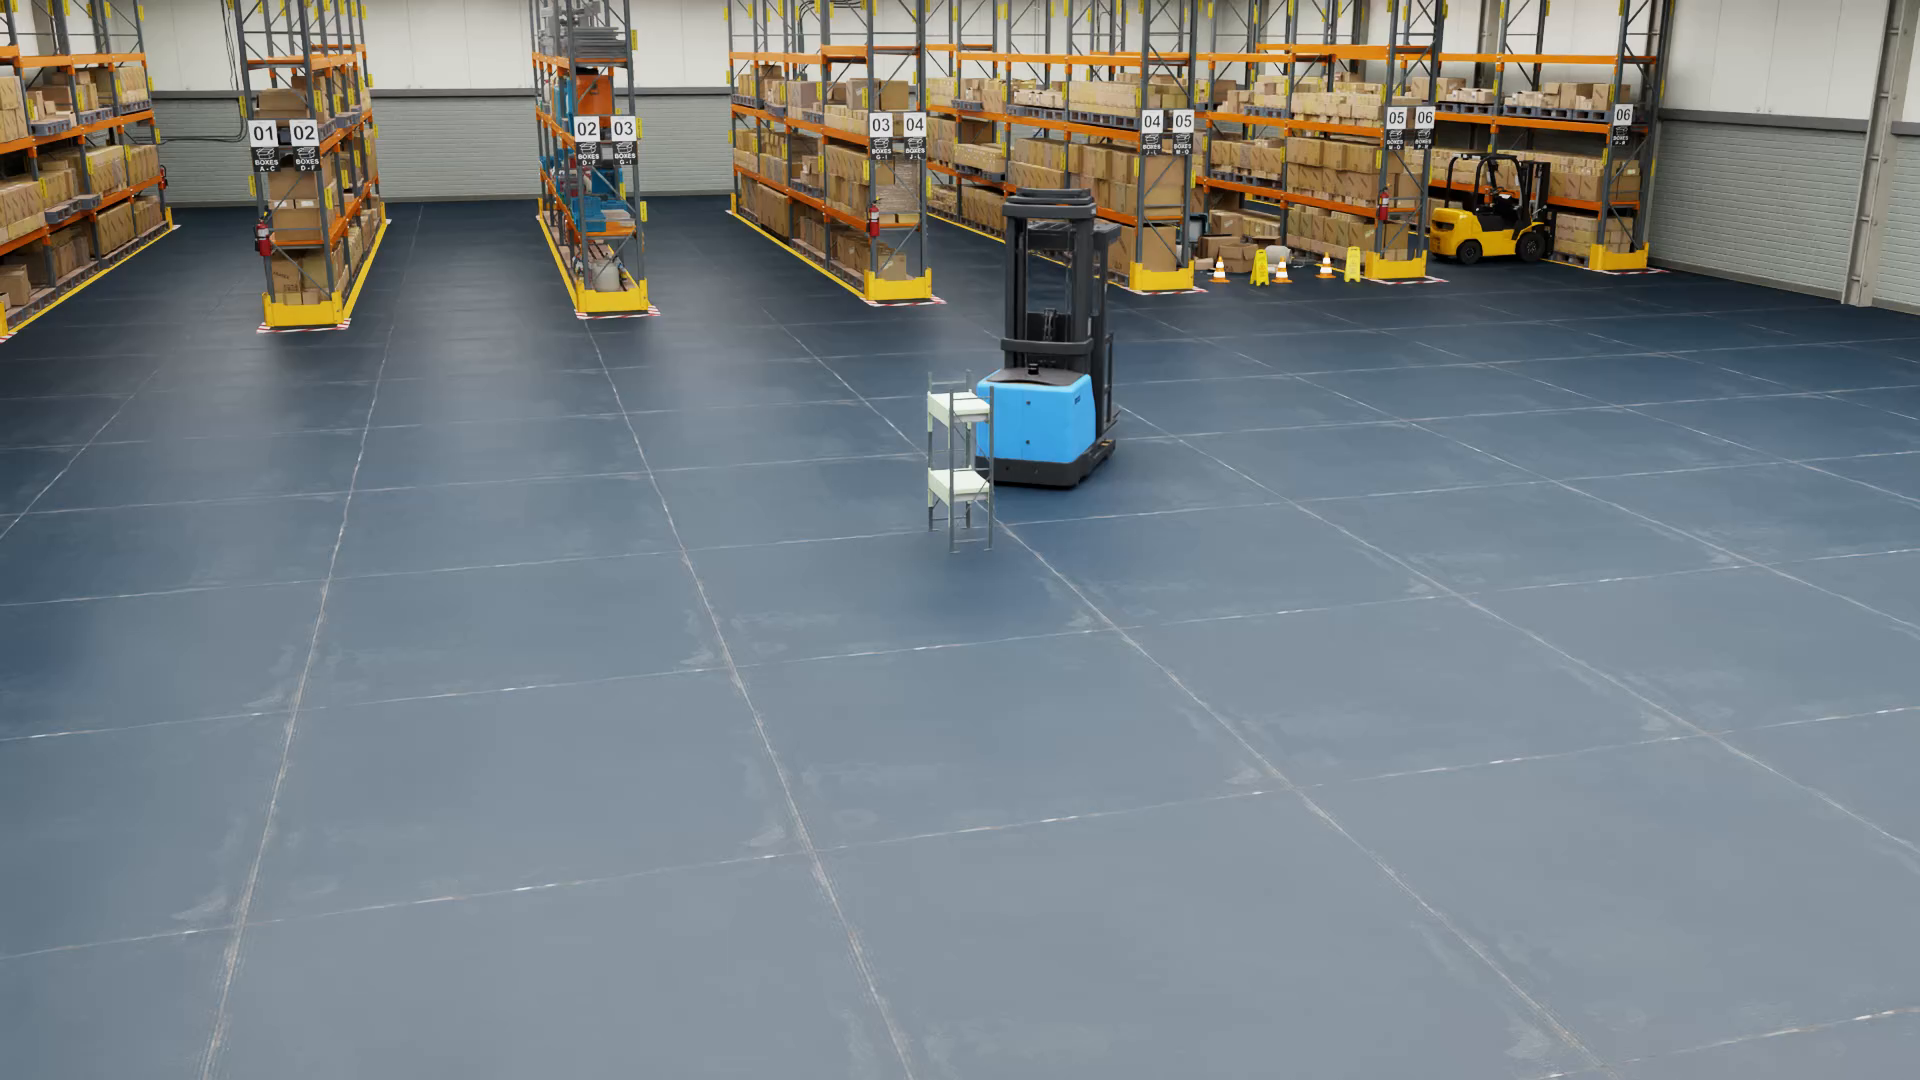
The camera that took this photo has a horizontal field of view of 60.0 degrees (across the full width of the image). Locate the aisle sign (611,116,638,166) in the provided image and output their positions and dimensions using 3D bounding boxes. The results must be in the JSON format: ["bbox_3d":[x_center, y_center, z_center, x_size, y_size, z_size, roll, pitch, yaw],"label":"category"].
[{"bbox_3d":[-5.543,-6.589,27.453,0.394,0.787,0.004,-5,17,-15],"label":"aisle sign"}]

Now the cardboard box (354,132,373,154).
[{"bbox_3d":[-14.191,-9.377,39.340,0.500,0.500,0.500,-4,17,-14],"label":"cardboard box"}]

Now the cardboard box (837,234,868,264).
[{"bbox_3d":[-2.110,-5.729,32.724,0.500,0.500,0.500,-5,18,-17],"label":"cardboard box"}]

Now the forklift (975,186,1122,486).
[{"bbox_3d":[1.090,-2.332,17.918,1.130,2.935,3.031,5,18,17],"label":"forklift"}]

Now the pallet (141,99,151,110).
[{"bbox_3d":[-19.553,-10.173,38.843,1.003,0.211,1.213,-5,17,-15],"label":"pallet"}]

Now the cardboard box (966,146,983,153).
[{"bbox_3d":[0.370,-9.349,39.831,0.380,0.149,0.250,-5,17,-16],"label":"cardboard box"}]

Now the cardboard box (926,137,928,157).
[{"bbox_3d":[-0.653,-10.421,44.036,0.500,0.500,0.500,-5,17,-15],"label":"cardboard box"}]

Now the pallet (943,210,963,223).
[{"bbox_3d":[0.198,-8.263,42.393,1.003,0.211,1.213,-5,17,-15],"label":"pallet"}]

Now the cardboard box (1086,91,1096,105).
[{"bbox_3d":[2.760,-8.523,32.035,0.500,0.250,0.500,-5,17,-16],"label":"cardboard box"}]

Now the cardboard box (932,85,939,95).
[{"bbox_3d":[-0.400,-11.560,42.697,0.500,0.250,0.500,-5,18,-17],"label":"cardboard box"}]

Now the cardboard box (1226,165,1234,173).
[{"bbox_3d":[6.290,-8.467,37.930,0.380,0.149,0.250,-5,17,-15],"label":"cardboard box"}]

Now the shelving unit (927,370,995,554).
[{"bbox_3d":[0.002,-0.716,15.028,0.431,1.500,0.755,-5,17,-15],"label":"shelving unit"}]

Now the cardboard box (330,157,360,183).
[{"bbox_3d":[-13.156,-7.846,35.251,0.700,0.500,0.500,-1,17,-5],"label":"cardboard box"}]

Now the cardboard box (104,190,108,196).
[{"bbox_3d":[-17.869,-7.193,34.383,0.380,0.149,0.250,-5,17,-15],"label":"cardboard box"}]

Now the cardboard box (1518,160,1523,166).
[{"bbox_3d":[12.121,-8.050,35.534,0.380,0.149,0.250,-4,17,-14],"label":"cardboard box"}]

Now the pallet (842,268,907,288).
[{"bbox_3d":[-1.624,-4.982,31.470,1.003,0.211,1.213,-5,17,-15],"label":"pallet"}]

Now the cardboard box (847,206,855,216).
[{"bbox_3d":[-1.872,-6.081,30.718,0.380,0.149,0.250,-5,17,-15],"label":"cardboard box"}]

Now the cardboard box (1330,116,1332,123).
[{"bbox_3d":[7.620,-8.406,33.242,0.380,0.149,0.250,-5,17,-15],"label":"cardboard box"}]

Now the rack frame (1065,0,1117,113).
[{"bbox_3d":[2.615,-10.076,33.153,1.000,3.000,0.127,-5,17,-15],"label":"rack frame"}]

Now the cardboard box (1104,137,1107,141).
[{"bbox_3d":[4.205,-11.029,44.841,0.500,0.500,0.500,-5,17,-16],"label":"cardboard box"}]

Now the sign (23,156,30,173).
[{"bbox_3d":[-18.102,-7.280,32.260,0.100,0.325,0.005,-5,17,-15],"label":"sign"}]

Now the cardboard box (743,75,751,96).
[{"bbox_3d":[-5.058,-11.448,41.855,0.700,0.500,0.500,-6,18,-19],"label":"cardboard box"}]

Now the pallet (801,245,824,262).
[{"bbox_3d":[-2.736,-6.057,35.047,1.003,0.211,1.213,-5,17,-15],"label":"pallet"}]

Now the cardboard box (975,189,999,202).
[{"bbox_3d":[0.650,-8.265,39.863,0.500,0.250,0.500,-4,17,-13],"label":"cardboard box"}]

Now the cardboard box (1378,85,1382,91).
[{"bbox_3d":[10.518,-11.117,40.880,0.380,0.149,0.250,-5,17,-16],"label":"cardboard box"}]

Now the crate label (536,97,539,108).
[{"bbox_3d":[-10.299,-10.851,41.205,0.408,0.251,0.502,-5,17,-15],"label":"crate label"}]

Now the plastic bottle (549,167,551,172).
[{"bbox_3d":[-9.452,-8.469,38.433,0.061,0.283,0.133,-5,17,-15],"label":"plastic bottle"}]

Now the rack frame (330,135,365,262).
[{"bbox_3d":[-12.807,-7.163,33.883,1.000,3.000,0.127,-5,17,-15],"label":"rack frame"}]

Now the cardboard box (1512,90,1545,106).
[{"bbox_3d":[12.113,-9.409,35.398,0.500,0.311,0.500,-4,17,-14],"label":"cardboard box"}]

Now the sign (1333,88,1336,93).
[{"bbox_3d":[7.866,-9.352,35.056,0.100,0.325,0.005,-5,17,-15],"label":"sign"}]

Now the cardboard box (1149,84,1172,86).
[{"bbox_3d":[3.721,-8.371,30.838,0.380,0.149,0.250,-5,17,-15],"label":"cardboard box"}]

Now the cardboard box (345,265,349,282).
[{"bbox_3d":[-11.370,-4.830,30.165,0.500,0.250,0.500,-5,17,-15],"label":"cardboard box"}]

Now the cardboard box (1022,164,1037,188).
[{"bbox_3d":[1.660,-7.932,36.268,0.500,0.500,0.500,-5,17,-15],"label":"cardboard box"}]

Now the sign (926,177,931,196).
[{"bbox_3d":[-0.561,-6.190,29.138,0.100,0.325,0.005,-5,17,-15],"label":"sign"}]

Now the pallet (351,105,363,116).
[{"bbox_3d":[-13.794,-9.430,36.543,1.213,0.211,1.003,-5,17,-15],"label":"pallet"}]

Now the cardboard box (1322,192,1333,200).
[{"bbox_3d":[7.564,-6.968,33.668,0.380,0.149,0.250,-5,17,-15],"label":"cardboard box"}]

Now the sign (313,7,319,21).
[{"bbox_3d":[-15.527,-12.692,40.098,0.100,0.325,0.005,-5,17,-15],"label":"sign"}]

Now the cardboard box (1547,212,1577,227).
[{"bbox_3d":[12.497,-6.655,34.502,0.500,0.250,0.500,-4,17,-15],"label":"cardboard box"}]

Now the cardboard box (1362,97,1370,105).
[{"bbox_3d":[7.947,-8.428,31.930,0.380,0.149,0.250,-5,17,-16],"label":"cardboard box"}]

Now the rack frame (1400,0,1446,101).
[{"bbox_3d":[11.019,-11.995,39.542,1.000,3.000,0.127,-5,17,-15],"label":"rack frame"}]

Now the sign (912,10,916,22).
[{"bbox_3d":[-1.204,-13.838,43.914,0.100,0.325,0.005,-5,17,-15],"label":"sign"}]

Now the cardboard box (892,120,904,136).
[{"bbox_3d":[-0.966,-7.251,29.222,0.500,0.250,0.500,-4,17,-14],"label":"cardboard box"}]

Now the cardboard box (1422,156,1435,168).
[{"bbox_3d":[11.169,-8.863,38.934,0.500,0.250,0.500,-5,17,-17],"label":"cardboard box"}]

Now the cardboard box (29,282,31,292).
[{"bbox_3d":[-16.294,-4.372,28.752,0.380,0.166,0.250,-7,18,-22],"label":"cardboard box"}]

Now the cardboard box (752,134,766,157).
[{"bbox_3d":[-4.764,-9.588,40.394,0.500,0.500,0.500,-4,17,-14],"label":"cardboard box"}]

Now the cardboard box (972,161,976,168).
[{"bbox_3d":[0.513,-8.921,39.441,0.380,0.149,0.250,-6,18,-18],"label":"cardboard box"}]

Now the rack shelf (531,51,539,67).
[{"bbox_3d":[-9.692,-11.551,40.006,1.077,0.370,4.000,-5,17,-15],"label":"rack shelf"}]

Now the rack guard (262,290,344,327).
[{"bbox_3d":[-10.602,-3.747,26.853,1.175,0.500,0.348,-5,17,-15],"label":"rack guard"}]

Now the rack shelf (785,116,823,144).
[{"bbox_3d":[-2.731,-8.484,34.317,1.077,0.370,4.000,-5,17,-15],"label":"rack shelf"}]

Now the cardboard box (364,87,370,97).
[{"bbox_3d":[-14.619,-10.858,40.362,0.500,0.250,0.500,-5,17,-15],"label":"cardboard box"}]

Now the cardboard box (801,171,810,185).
[{"bbox_3d":[-3.042,-7.593,34.844,0.500,0.250,0.500,-5,17,-17],"label":"cardboard box"}]

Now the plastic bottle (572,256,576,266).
[{"bbox_3d":[-7.278,-5.229,31.420,0.097,0.271,0.097,0,17,0],"label":"plastic bottle"}]

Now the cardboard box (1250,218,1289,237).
[{"bbox_3d":[6.999,-6.908,36.873,0.950,0.372,0.625,-4,17,-12],"label":"cardboard box"}]

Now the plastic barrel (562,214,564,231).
[{"bbox_3d":[-8.746,-7.159,37.463,0.421,0.512,0.421,0,17,0],"label":"plastic barrel"}]
